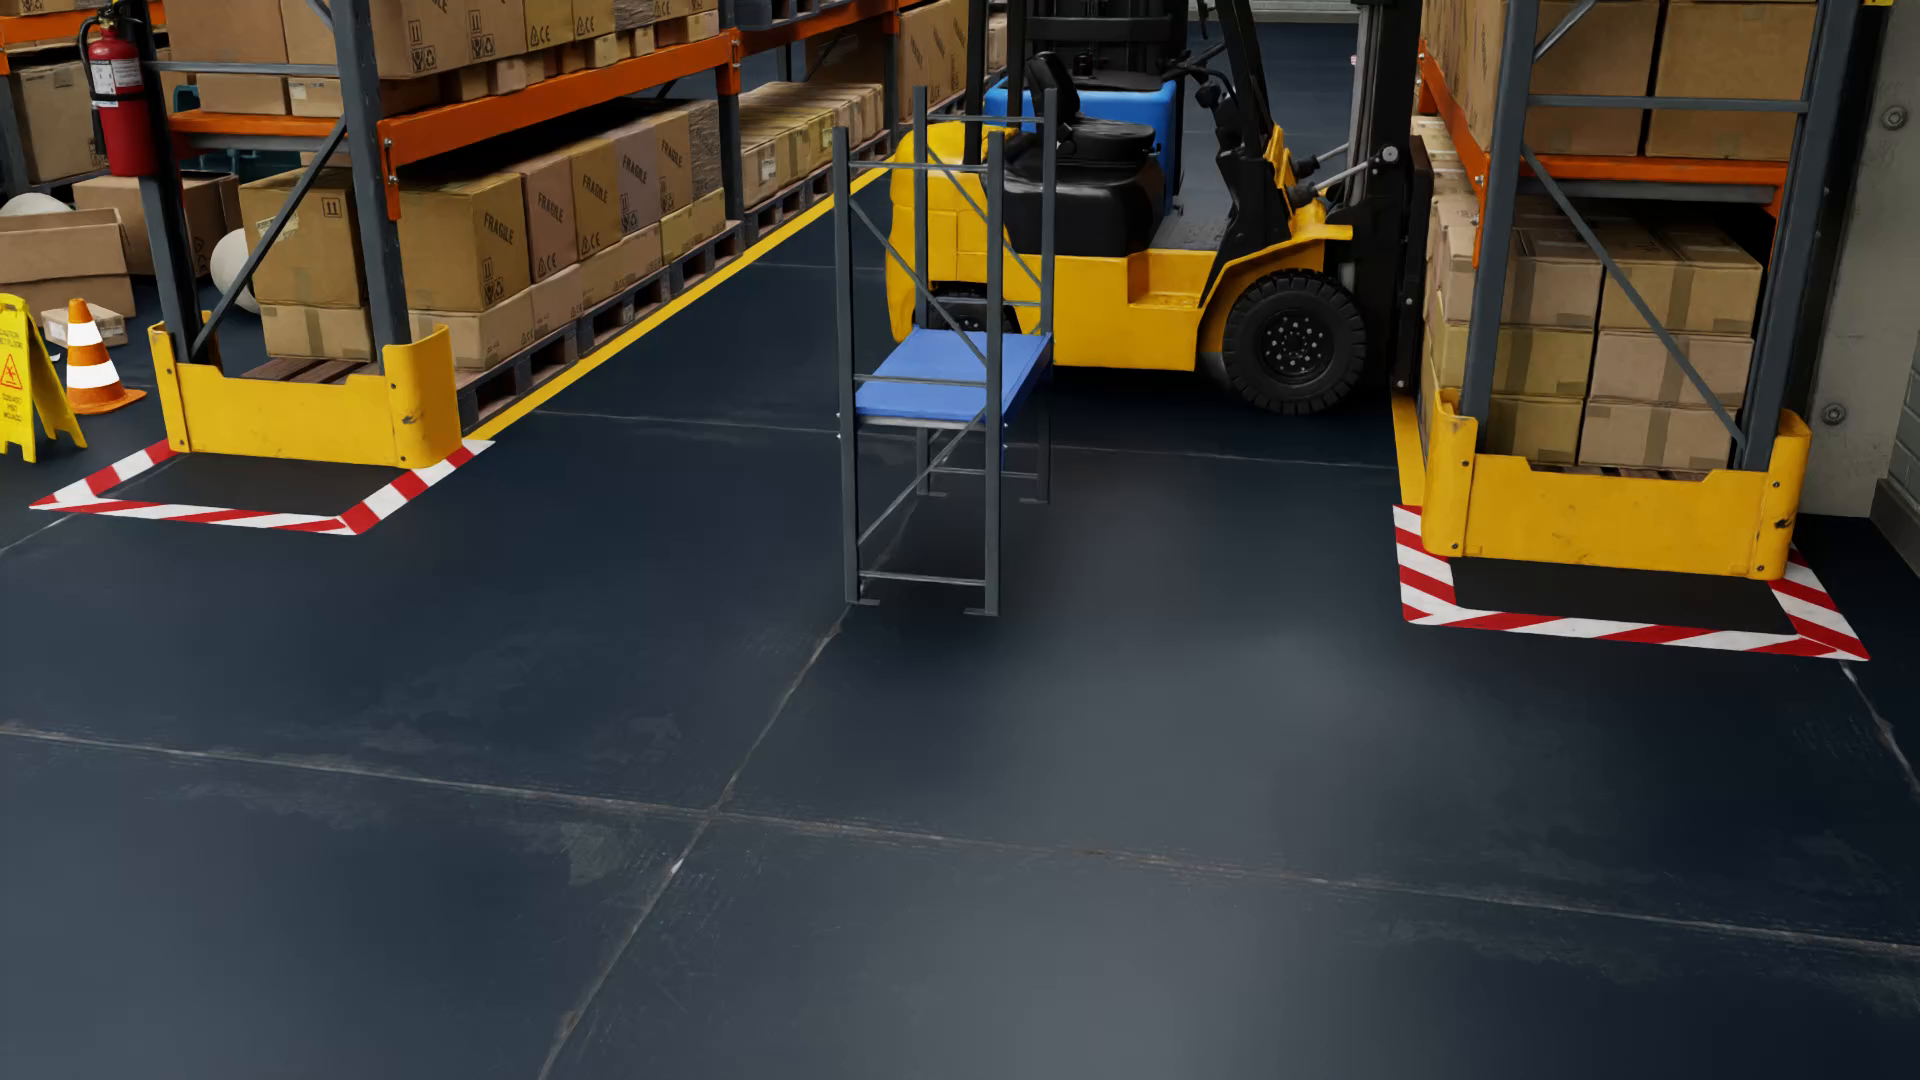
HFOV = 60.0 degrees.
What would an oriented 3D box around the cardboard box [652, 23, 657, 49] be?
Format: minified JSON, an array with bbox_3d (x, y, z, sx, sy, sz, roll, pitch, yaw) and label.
[{"bbox_3d":[-1.837,-2.680,8.829,0.380,0.149,0.250,4,22,10],"label":"cardboard box"}]

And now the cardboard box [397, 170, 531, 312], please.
[{"bbox_3d":[-2.208,-1.295,7.170,0.500,0.500,0.500,4,22,9],"label":"cardboard box"}]

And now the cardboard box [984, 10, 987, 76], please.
[{"bbox_3d":[-0.247,-5.111,16.810,0.875,0.875,0.875,5,23,13],"label":"cardboard box"}]

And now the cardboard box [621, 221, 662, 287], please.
[{"bbox_3d":[-1.896,-1.510,8.706,0.500,0.250,0.500,5,22,12],"label":"cardboard box"}]

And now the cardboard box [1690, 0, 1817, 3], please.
[{"bbox_3d":[2.536,-1.820,5.356,0.380,0.149,0.250,4,22,10],"label":"cardboard box"}]

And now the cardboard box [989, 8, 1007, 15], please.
[{"bbox_3d":[0.402,-6.019,19.651,0.875,0.438,0.875,5,22,12],"label":"cardboard box"}]

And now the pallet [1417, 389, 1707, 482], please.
[{"bbox_3d":[2.328,-0.358,6.460,1.003,0.211,1.213,4,22,11],"label":"pallet"}]

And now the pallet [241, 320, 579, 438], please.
[{"bbox_3d":[-2.431,-0.774,7.494,1.003,0.211,1.213,4,22,11],"label":"pallet"}]

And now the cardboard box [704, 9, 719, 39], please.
[{"bbox_3d":[-1.598,-2.951,9.502,0.380,0.149,0.250,4,22,10],"label":"cardboard box"}]

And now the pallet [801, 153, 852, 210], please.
[{"bbox_3d":[-1.427,-2.647,12.144,1.003,0.211,1.213,4,22,11],"label":"pallet"}]

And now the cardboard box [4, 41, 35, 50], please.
[{"bbox_3d":[-10.366,-5.212,17.062,1.225,0.875,0.875,5,22,11],"label":"cardboard box"}]

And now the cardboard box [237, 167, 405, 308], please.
[{"bbox_3d":[-2.739,-1.326,7.245,0.500,0.500,0.500,5,22,11],"label":"cardboard box"}]

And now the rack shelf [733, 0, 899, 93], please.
[{"bbox_3d":[-1.423,-3.606,11.756,1.077,0.370,4.000,4,22,11],"label":"rack shelf"}]

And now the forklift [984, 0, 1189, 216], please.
[{"bbox_3d":[0.867,-3.337,10.215,1.130,2.935,3.031,4,22,9],"label":"forklift"}]

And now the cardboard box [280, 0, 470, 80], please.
[{"bbox_3d":[-2.279,-2.082,6.476,0.500,0.500,0.500,4,22,10],"label":"cardboard box"}]

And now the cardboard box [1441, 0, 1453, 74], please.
[{"bbox_3d":[2.490,-2.358,7.561,0.500,0.500,0.500,4,22,10],"label":"cardboard box"}]

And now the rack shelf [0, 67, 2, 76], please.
[{"bbox_3d":[-7.106,-2.484,8.968,1.077,0.370,4.000,4,22,11],"label":"rack shelf"}]

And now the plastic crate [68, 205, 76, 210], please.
[{"bbox_3d":[-5.451,-2.108,10.759,0.450,0.188,0.662,7,21,42],"label":"plastic crate"}]

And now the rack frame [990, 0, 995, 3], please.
[{"bbox_3d":[0.618,-7.597,20.702,1.000,3.000,0.127,4,22,11],"label":"rack frame"}]

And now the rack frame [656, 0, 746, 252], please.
[{"bbox_3d":[-1.831,-3.208,9.805,1.000,3.000,0.127,4,22,11],"label":"rack frame"}]

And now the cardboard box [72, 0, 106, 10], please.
[{"bbox_3d":[-6.225,-3.952,11.517,0.500,0.500,0.500,5,22,11],"label":"cardboard box"}]

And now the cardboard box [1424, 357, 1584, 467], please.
[{"bbox_3d":[1.999,-0.484,6.158,0.500,0.250,0.500,5,22,11],"label":"cardboard box"}]

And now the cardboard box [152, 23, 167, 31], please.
[{"bbox_3d":[-9.687,-6.334,19.848,0.875,0.875,0.875,4,22,11],"label":"cardboard box"}]

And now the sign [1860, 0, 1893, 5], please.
[{"bbox_3d":[2.755,-1.762,4.950,0.100,0.325,0.005,4,22,11],"label":"sign"}]

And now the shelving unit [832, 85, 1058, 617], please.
[{"bbox_3d":[-0.017,-0.665,5.496,0.538,1.500,1.048,4,22,11],"label":"shelving unit"}]

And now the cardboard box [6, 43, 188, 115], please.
[{"bbox_3d":[-6.458,-3.287,12.448,1.050,0.750,0.750,4,22,11],"label":"cardboard box"}]

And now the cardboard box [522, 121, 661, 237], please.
[{"bbox_3d":[-1.894,-1.866,8.586,0.500,0.500,0.500,6,23,14],"label":"cardboard box"}]

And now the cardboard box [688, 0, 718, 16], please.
[{"bbox_3d":[-1.678,-3.211,9.280,0.500,0.500,0.500,4,22,10],"label":"cardboard box"}]

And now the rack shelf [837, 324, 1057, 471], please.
[{"bbox_3d":[-0.017,-0.498,5.563,0.538,0.185,1.000,4,22,11],"label":"rack shelf"}]

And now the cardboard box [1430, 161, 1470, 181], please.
[{"bbox_3d":[2.304,-1.501,7.346,0.500,0.250,0.500,4,22,10],"label":"cardboard box"}]

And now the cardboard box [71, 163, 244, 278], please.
[{"bbox_3d":[-4.585,-1.829,9.539,0.797,0.637,0.503,4,22,11],"label":"cardboard box"}]

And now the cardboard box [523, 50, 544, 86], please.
[{"bbox_3d":[-2.088,-2.108,7.409,0.380,0.149,0.250,5,22,12],"label":"cardboard box"}]

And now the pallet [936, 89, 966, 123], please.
[{"bbox_3d":[-0.529,-4.105,15.764,1.003,0.211,1.213,4,22,11],"label":"pallet"}]

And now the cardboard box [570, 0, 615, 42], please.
[{"bbox_3d":[-1.978,-2.645,7.873,0.500,0.500,0.500,4,22,10],"label":"cardboard box"}]

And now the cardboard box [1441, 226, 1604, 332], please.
[{"bbox_3d":[2.001,-0.944,5.962,0.500,0.250,0.500,5,23,13],"label":"cardboard box"}]

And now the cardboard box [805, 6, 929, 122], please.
[{"bbox_3d":[-0.793,-4.127,14.367,0.875,0.875,0.875,4,22,10],"label":"cardboard box"}]

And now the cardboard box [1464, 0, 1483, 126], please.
[{"bbox_3d":[2.171,-1.804,6.184,0.500,0.500,0.500,5,23,13],"label":"cardboard box"}]

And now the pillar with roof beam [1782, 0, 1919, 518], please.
[{"bbox_3d":[-0.977,-4.665,5.392,9.100,9.000,0.400,4,22,11],"label":"pillar with roof beam"}]

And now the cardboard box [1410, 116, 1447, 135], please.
[{"bbox_3d":[2.623,-2.062,8.737,0.500,0.250,0.500,4,22,10],"label":"cardboard box"}]

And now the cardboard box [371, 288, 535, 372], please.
[{"bbox_3d":[-2.212,-0.939,7.288,0.500,0.250,0.500,4,22,10],"label":"cardboard box"}]

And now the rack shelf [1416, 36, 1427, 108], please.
[{"bbox_3d":[3.437,-3.229,10.819,1.077,0.370,4.000,4,22,11],"label":"rack shelf"}]

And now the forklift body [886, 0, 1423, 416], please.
[{"bbox_3d":[0.814,-1.807,7.462,2.313,2.155,1.214,4,22,11],"label":"forklift body"}]

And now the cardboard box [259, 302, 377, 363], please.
[{"bbox_3d":[-2.741,-0.990,7.415,0.500,0.250,0.500,4,22,11],"label":"cardboard box"}]

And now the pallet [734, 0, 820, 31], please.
[{"bbox_3d":[-1.533,-3.388,10.507,1.003,0.211,1.213,4,22,11],"label":"pallet"}]

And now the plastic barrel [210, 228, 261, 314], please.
[{"bbox_3d":[-3.708,-1.421,8.816,0.421,0.421,0.512,-16,27,-35],"label":"plastic barrel"}]

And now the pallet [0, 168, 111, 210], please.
[{"bbox_3d":[-6.614,-2.543,11.886,1.003,0.211,1.213,4,22,11],"label":"pallet"}]

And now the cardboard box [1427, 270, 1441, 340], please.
[{"bbox_3d":[2.119,-0.904,6.533,0.500,0.250,0.500,4,22,10],"label":"cardboard box"}]

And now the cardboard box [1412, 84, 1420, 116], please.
[{"bbox_3d":[3.442,-2.675,11.096,0.875,0.625,0.625,4,22,9],"label":"cardboard box"}]

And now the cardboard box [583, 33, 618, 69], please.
[{"bbox_3d":[-1.901,-2.391,8.112,0.380,0.149,0.250,5,22,11],"label":"cardboard box"}]

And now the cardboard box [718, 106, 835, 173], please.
[{"bbox_3d":[-1.443,-2.894,11.979,0.950,0.372,0.625,5,23,13],"label":"cardboard box"}]

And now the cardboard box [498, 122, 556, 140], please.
[{"bbox_3d":[-2.421,-1.894,8.657,0.500,0.500,0.500,6,23,14],"label":"cardboard box"}]

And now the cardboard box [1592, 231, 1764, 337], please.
[{"bbox_3d":[2.496,-0.913,5.886,0.500,0.250,0.500,4,22,10],"label":"cardboard box"}]

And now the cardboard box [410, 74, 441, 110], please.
[{"bbox_3d":[-2.338,-1.831,6.721,0.380,0.149,0.250,5,22,12],"label":"cardboard box"}]
